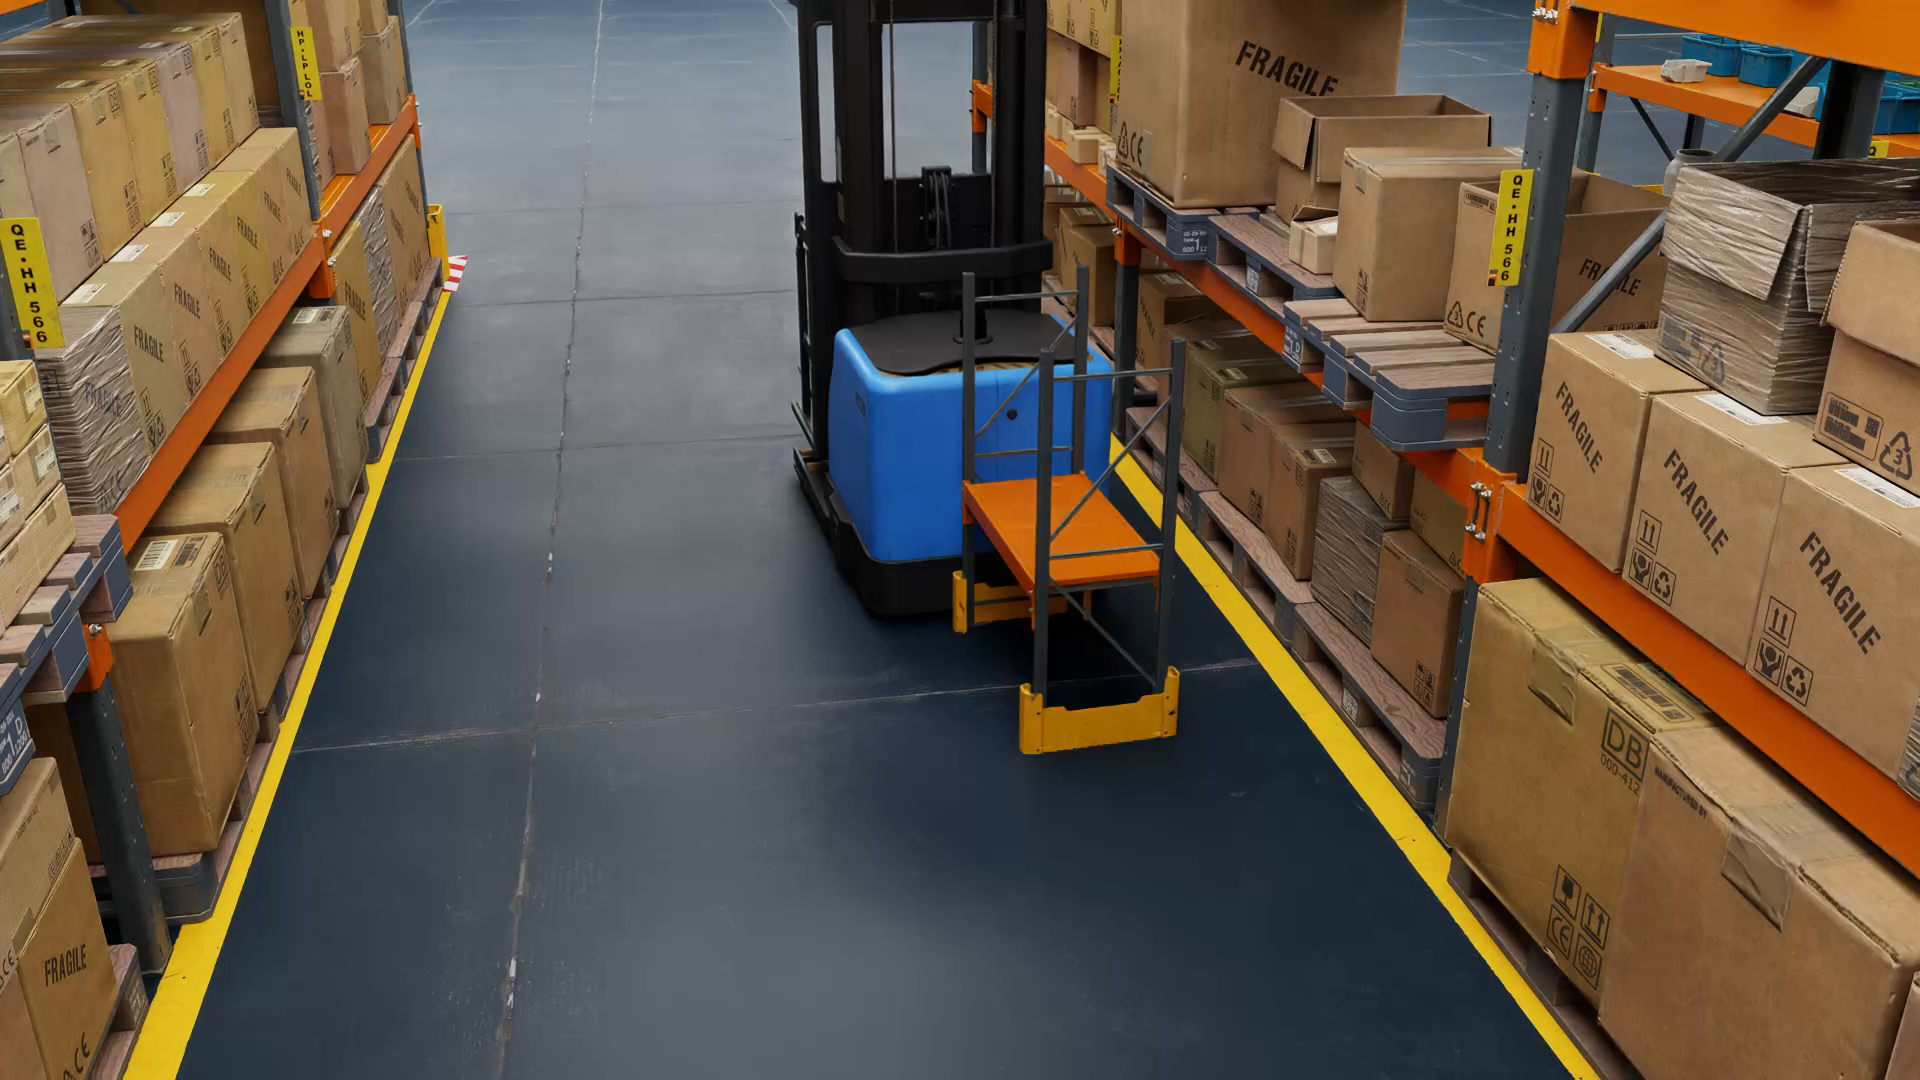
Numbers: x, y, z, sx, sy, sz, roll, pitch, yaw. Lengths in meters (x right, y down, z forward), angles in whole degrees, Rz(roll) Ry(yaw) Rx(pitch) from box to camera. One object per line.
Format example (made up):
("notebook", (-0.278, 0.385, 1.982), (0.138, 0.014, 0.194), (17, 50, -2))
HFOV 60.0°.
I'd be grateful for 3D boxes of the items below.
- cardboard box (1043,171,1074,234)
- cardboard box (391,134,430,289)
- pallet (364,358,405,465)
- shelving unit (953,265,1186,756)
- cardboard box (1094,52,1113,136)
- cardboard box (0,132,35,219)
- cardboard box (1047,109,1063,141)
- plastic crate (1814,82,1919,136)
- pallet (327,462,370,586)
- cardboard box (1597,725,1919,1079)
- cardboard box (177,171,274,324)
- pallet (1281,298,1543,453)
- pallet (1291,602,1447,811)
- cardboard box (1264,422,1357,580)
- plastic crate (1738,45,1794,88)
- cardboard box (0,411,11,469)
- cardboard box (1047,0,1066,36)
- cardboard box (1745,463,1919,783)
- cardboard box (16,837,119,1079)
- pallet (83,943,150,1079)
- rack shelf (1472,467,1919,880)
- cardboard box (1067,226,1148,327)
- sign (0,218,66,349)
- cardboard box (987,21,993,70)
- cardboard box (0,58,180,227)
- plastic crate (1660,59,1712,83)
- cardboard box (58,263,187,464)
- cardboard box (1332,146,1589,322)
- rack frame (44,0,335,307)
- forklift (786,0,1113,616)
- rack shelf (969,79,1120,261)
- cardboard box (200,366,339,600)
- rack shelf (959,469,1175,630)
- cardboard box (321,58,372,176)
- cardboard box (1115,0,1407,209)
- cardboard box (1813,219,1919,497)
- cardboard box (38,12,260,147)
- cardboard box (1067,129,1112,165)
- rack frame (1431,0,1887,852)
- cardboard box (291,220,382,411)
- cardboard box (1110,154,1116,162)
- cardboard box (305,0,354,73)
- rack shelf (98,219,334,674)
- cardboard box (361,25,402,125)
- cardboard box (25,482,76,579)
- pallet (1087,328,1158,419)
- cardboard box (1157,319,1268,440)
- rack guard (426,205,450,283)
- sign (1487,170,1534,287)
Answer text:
("cardboard box", (0.691, -2.366, 12.017), (0.500, 0.500, 0.500), (0, 24, 0))
("cardboard box", (-4.111, -2.195, 11.158), (0.875, 0.875, 0.875), (-4, 24, -9))
("pallet", (-3.625, -0.692, 9.070), (1.003, 0.211, 1.213), (-4, 24, -10))
("shelving unit", (0.382, -0.148, 6.216), (0.587, 1.500, 1.083), (-6, 24, -13))
("cardboard box", (1.251, -2.555, 9.356), (0.875, 0.500, 0.500), (-4, 24, -10))
("cardboard box", (-2.895, -0.773, 4.398), (0.700, 0.500, 0.500), (-4, 24, -10))
("cardboard box", (0.740, -2.531, 10.111), (0.380, 0.149, 0.250), (-4, 24, -10))
("plastic crate", (5.727, -2.706, 10.383), (0.499, 0.251, 0.616), (-4, 24, -10))
("pallet", (-3.345, -0.089, 7.690), (1.003, 0.211, 1.213), (-4, 24, -10))
("cardboard box", (2.335, 0.987, 3.873), (1.225, 0.875, 0.875), (-4, 24, -10))
("cardboard box", (-3.016, -1.128, 6.459), (0.500, 0.500, 0.500), (-4, 24, -9))
("pallet", (1.835, -0.603, 5.623), (1.213, 0.211, 1.003), (-4, 24, -10))
("pallet", (1.928, 0.552, 6.223), (1.003, 0.211, 1.213), (-4, 24, -10))
("cardboard box", (1.701, -0.177, 6.980), (0.700, 0.500, 0.500), (-2, 24, -5))
("plastic crate", (5.960, -3.433, 12.049), (0.499, 0.251, 0.408), (-4, 24, -10))
("cardboard box", (-2.237, -0.184, 3.469), (0.380, 0.149, 0.250), (-5, 24, -10))
("cardboard box", (0.792, -3.182, 9.543), (0.500, 0.500, 0.500), (-4, 24, -10))
("cardboard box", (2.089, 0.151, 3.532), (0.500, 0.500, 0.500), (-5, 24, -11))
("cardboard box", (-2.443, 1.101, 4.080), (0.500, 0.500, 0.500), (-4, 24, -10))
("pallet", (-2.679, 1.494, 4.066), (1.003, 0.211, 1.213), (-4, 24, -10))
("rack shelf", (2.441, 0.698, 3.304), (1.077, 0.370, 4.000), (-4, 24, -10))
("cardboard box", (0.991, -1.662, 10.407), (0.500, 0.500, 0.500), (-6, 24, -14))
("sign", (-2.291, -0.630, 4.096), (0.100, 0.325, 0.005), (-4, 24, -10))
("cardboard box", (0.666, -3.529, 11.586), (0.875, 0.500, 0.500), (-4, 24, -10))
("cardboard box", (-3.182, -1.374, 5.775), (0.700, 0.500, 0.500), (-5, 24, -10))
("plastic crate", (5.309, -3.435, 12.198), (0.298, 0.136, 0.250), (-4, 24, -10))
("cardboard box", (-2.737, -0.534, 5.099), (0.500, 0.500, 0.500), (-5, 24, -10))
("cardboard box", (1.730, -1.079, 5.822), (0.700, 0.500, 0.500), (-1, 24, -2))
("rack frame", (-3.562, -1.665, 7.814), (1.000, 3.000, 0.127), (-4, 24, -10))
("forklift", (-0.219, -1.595, 7.739), (1.130, 2.935, 3.031), (-6, 24, -13))
("rack shelf", (0.962, -2.449, 10.509), (1.077, 0.370, 4.000), (-4, 24, -10))
("cardboard box", (-3.184, -0.209, 6.767), (1.050, 0.750, 0.750), (-4, 24, -10))
("rack shelf", (0.380, 0.013, 6.296), (0.538, 0.185, 1.000), (-6, 24, -13))
("cardboard box", (-3.750, -2.314, 9.112), (0.875, 0.550, 0.550), (-4, 24, -10))
("cardboard box", (1.341, -2.137, 7.620), (1.000, 1.000, 1.000), (-4, 24, -9))
("cardboard box", (2.308, -0.379, 3.492), (0.797, 0.503, 0.637), (-4, 24, -9))
("cardboard box", (-3.464, -1.974, 7.148), (0.700, 0.500, 0.500), (-5, 24, -11))
("cardboard box", (0.823, -2.232, 9.426), (0.380, 0.149, 0.250), (-4, 24, -10))
("rack frame", (2.071, -0.419, 4.961), (1.000, 3.000, 0.127), (-4, 24, -10))
("cardboard box", (-3.609, -1.136, 8.734), (0.875, 0.875, 0.875), (-4, 24, -9))
("cardboard box", (1.003, -1.940, 8.758), (0.380, 0.149, 0.250), (-4, 24, -10))
("cardboard box", (-3.777, -2.806, 8.891), (0.875, 0.550, 0.550), (-4, 24, -10))
("rack shelf", (-3.192, -0.548, 6.157), (1.077, 0.370, 4.000), (-4, 24, -10))
("cardboard box", (-4.065, -2.950, 10.568), (0.875, 0.550, 0.550), (-4, 24, -10))
("cardboard box", (-2.279, -0.009, 3.812), (0.380, 0.149, 0.250), (-4, 24, -9))
("pallet", (1.172, -0.976, 9.721), (1.003, 0.211, 1.213), (-4, 24, -10))
("cardboard box", (1.424, -0.805, 8.419), (0.700, 0.500, 0.500), (-6, 24, -14))
("rack guard", (-4.306, -2.102, 11.938), (1.175, 0.500, 0.348), (-4, 24, -10))
("sign", (1.539, -0.869, 4.645), (0.100, 0.325, 0.005), (-4, 24, -10))
